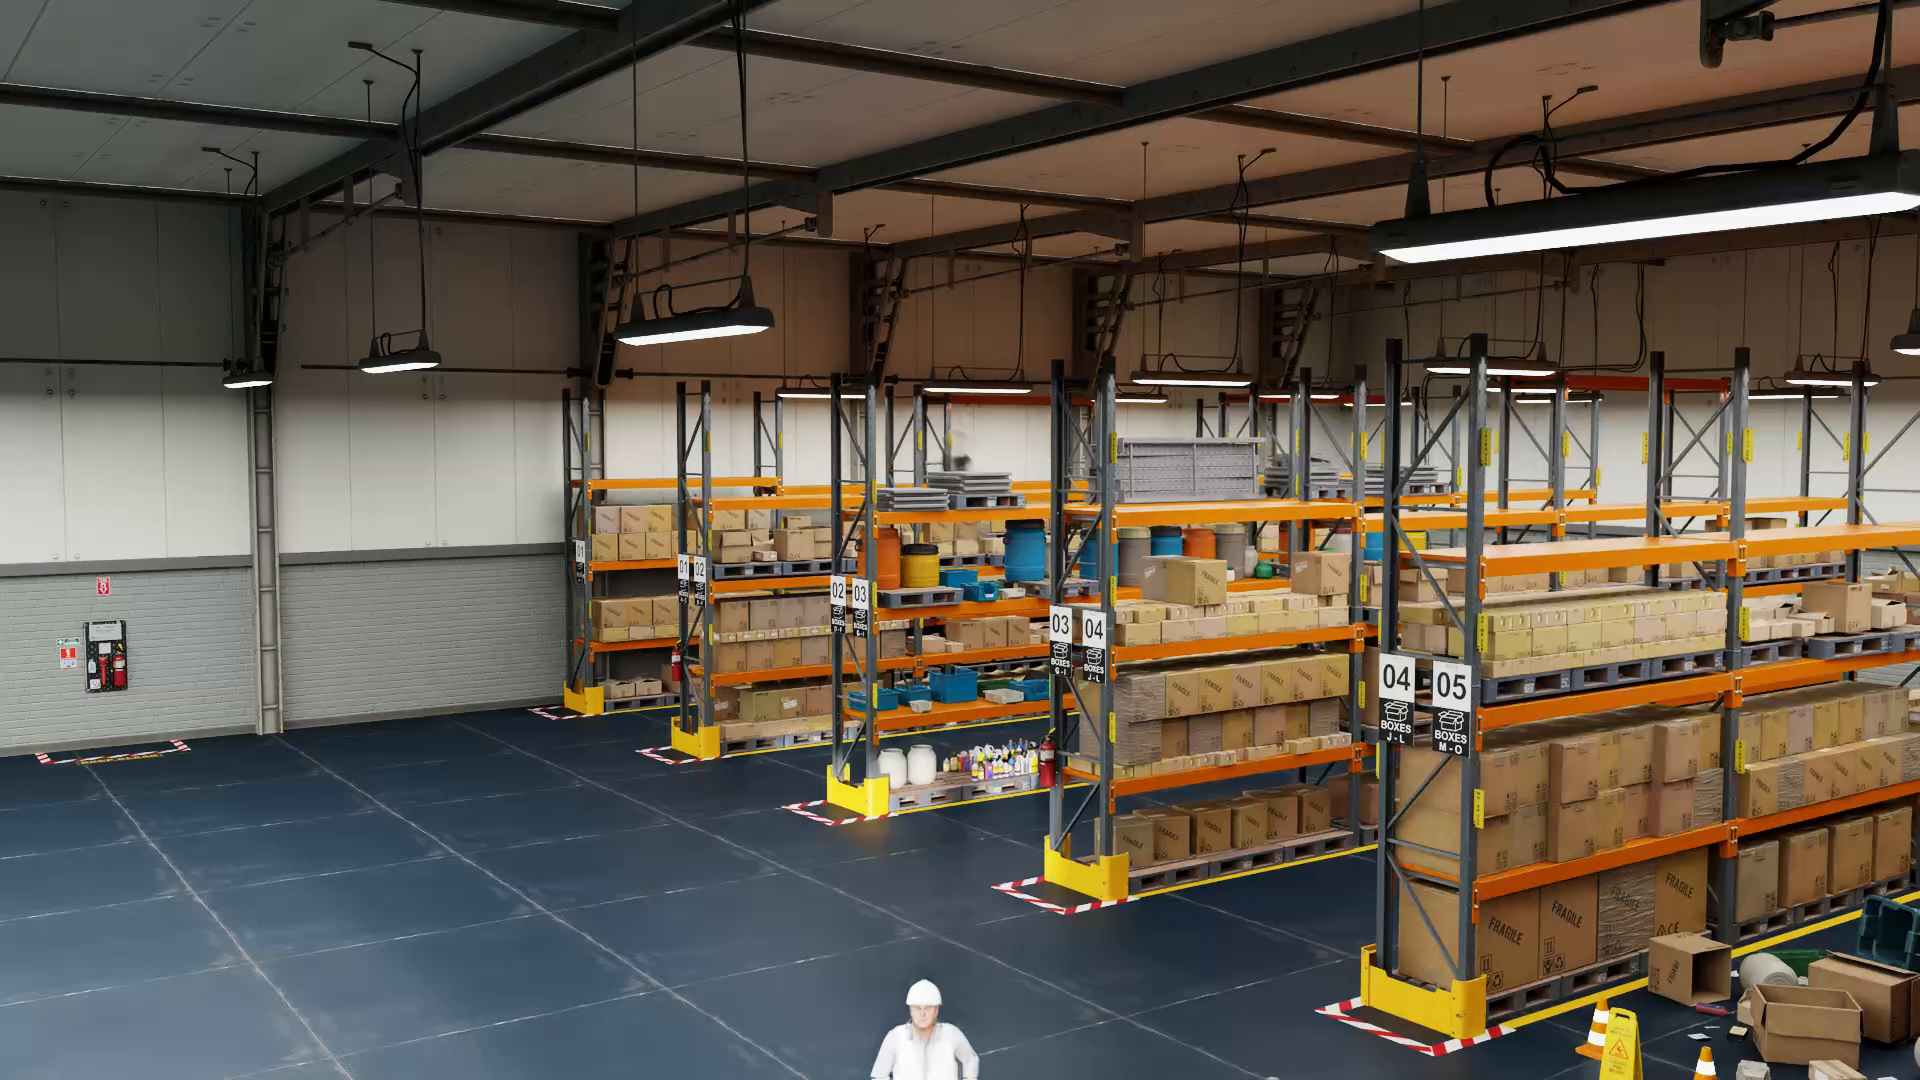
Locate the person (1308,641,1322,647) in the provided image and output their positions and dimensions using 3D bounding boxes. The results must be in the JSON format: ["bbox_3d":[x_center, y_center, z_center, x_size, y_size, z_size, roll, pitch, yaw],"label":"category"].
[{"bbox_3d":[6.833,2.287,31.977,0.868,1.641,0.577,-3,5,-43],"label":"person"}]

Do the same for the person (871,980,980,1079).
[{"bbox_3d":[-0.215,3.617,10.388,0.682,1.782,0.816,0,4,0],"label":"person"}]
